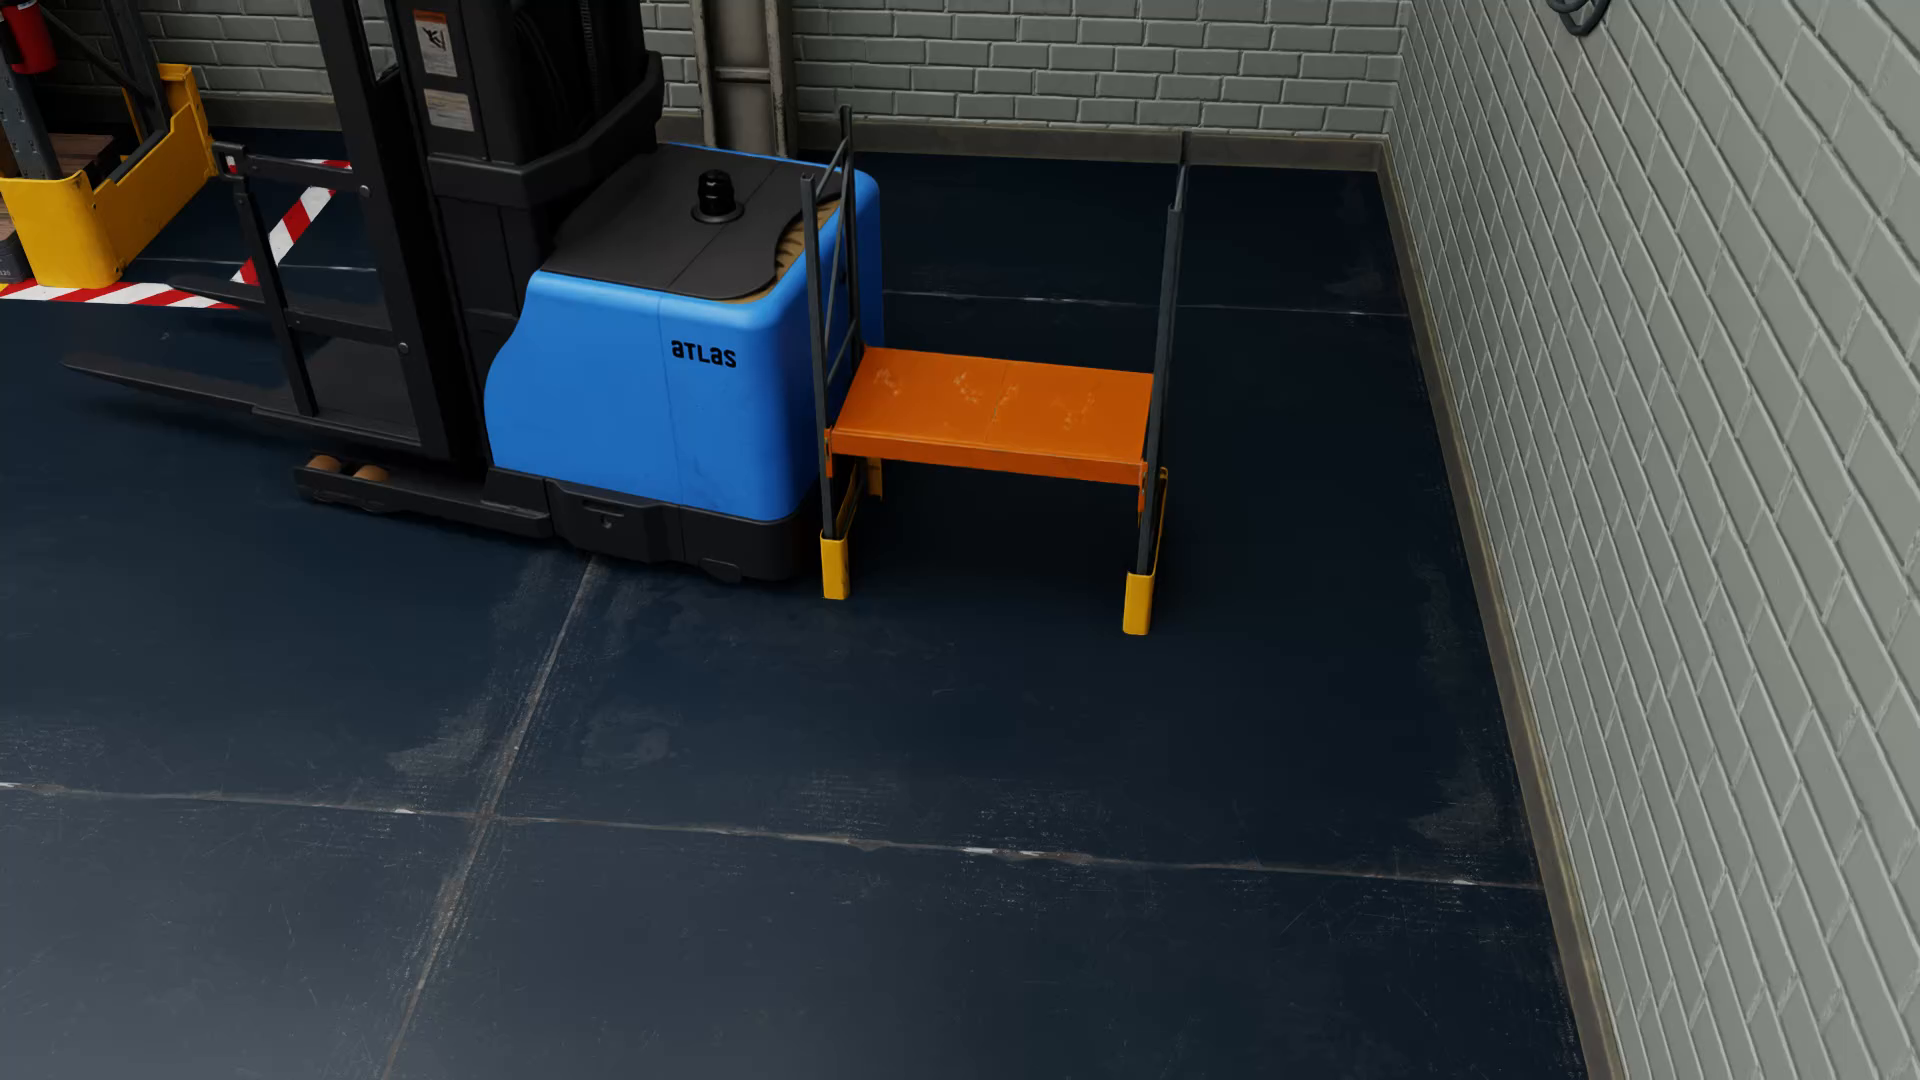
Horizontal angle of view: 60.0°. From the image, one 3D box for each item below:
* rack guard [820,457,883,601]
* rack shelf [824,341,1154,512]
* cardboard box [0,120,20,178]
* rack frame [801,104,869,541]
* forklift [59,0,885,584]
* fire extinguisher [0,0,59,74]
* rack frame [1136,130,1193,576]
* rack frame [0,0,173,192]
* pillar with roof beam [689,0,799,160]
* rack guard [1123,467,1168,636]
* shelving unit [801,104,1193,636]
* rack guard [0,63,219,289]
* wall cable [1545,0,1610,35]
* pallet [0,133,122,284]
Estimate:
[{"bbox_3d":[-0.364,-0.081,5.652,0.087,0.250,0.587,6,40,8],"label":"rack guard"},{"bbox_3d":[0.117,-0.372,5.304,1.000,0.185,0.538,6,40,8],"label":"rack shelf"},{"bbox_3d":[-4.462,-1.772,7.198,0.500,0.500,0.700,3,39,4],"label":"cardboard box"},{"bbox_3d":[-0.383,-0.568,5.260,0.032,1.500,0.500,6,40,8],"label":"rack frame"},{"bbox_3d":[-1.830,-1.537,5.317,3.031,2.935,1.130,12,41,14],"label":"forklift"},{"bbox_3d":[-3.646,-2.130,6.348,0.183,0.674,0.296,3,39,4],"label":"fire extinguisher"},{"bbox_3d":[0.618,-0.456,5.122,0.032,1.500,0.500,6,40,8],"label":"rack frame"},{"bbox_3d":[-3.756,-2.603,6.572,0.127,3.000,1.000,3,39,4],"label":"rack frame"},{"bbox_3d":[-1.363,-2.619,1.840,0.400,9.000,9.100,3,39,4],"label":"pillar with roof beam"},{"bbox_3d":[0.617,0.029,5.516,0.087,0.250,0.587,6,40,8],"label":"rack guard"},{"bbox_3d":[0.126,-0.511,5.190,1.083,1.500,0.587,6,40,8],"label":"shelving unit"},{"bbox_3d":[-3.732,-1.633,7.360,0.348,0.500,1.175,3,39,4],"label":"rack guard"},{"bbox_3d":[1.848,-3.193,5.004,0.112,2.526,3.097,3,39,4],"label":"wall cable"},{"bbox_3d":[-4.559,-1.516,7.446,1.213,0.211,1.003,3,39,4],"label":"pallet"}]
